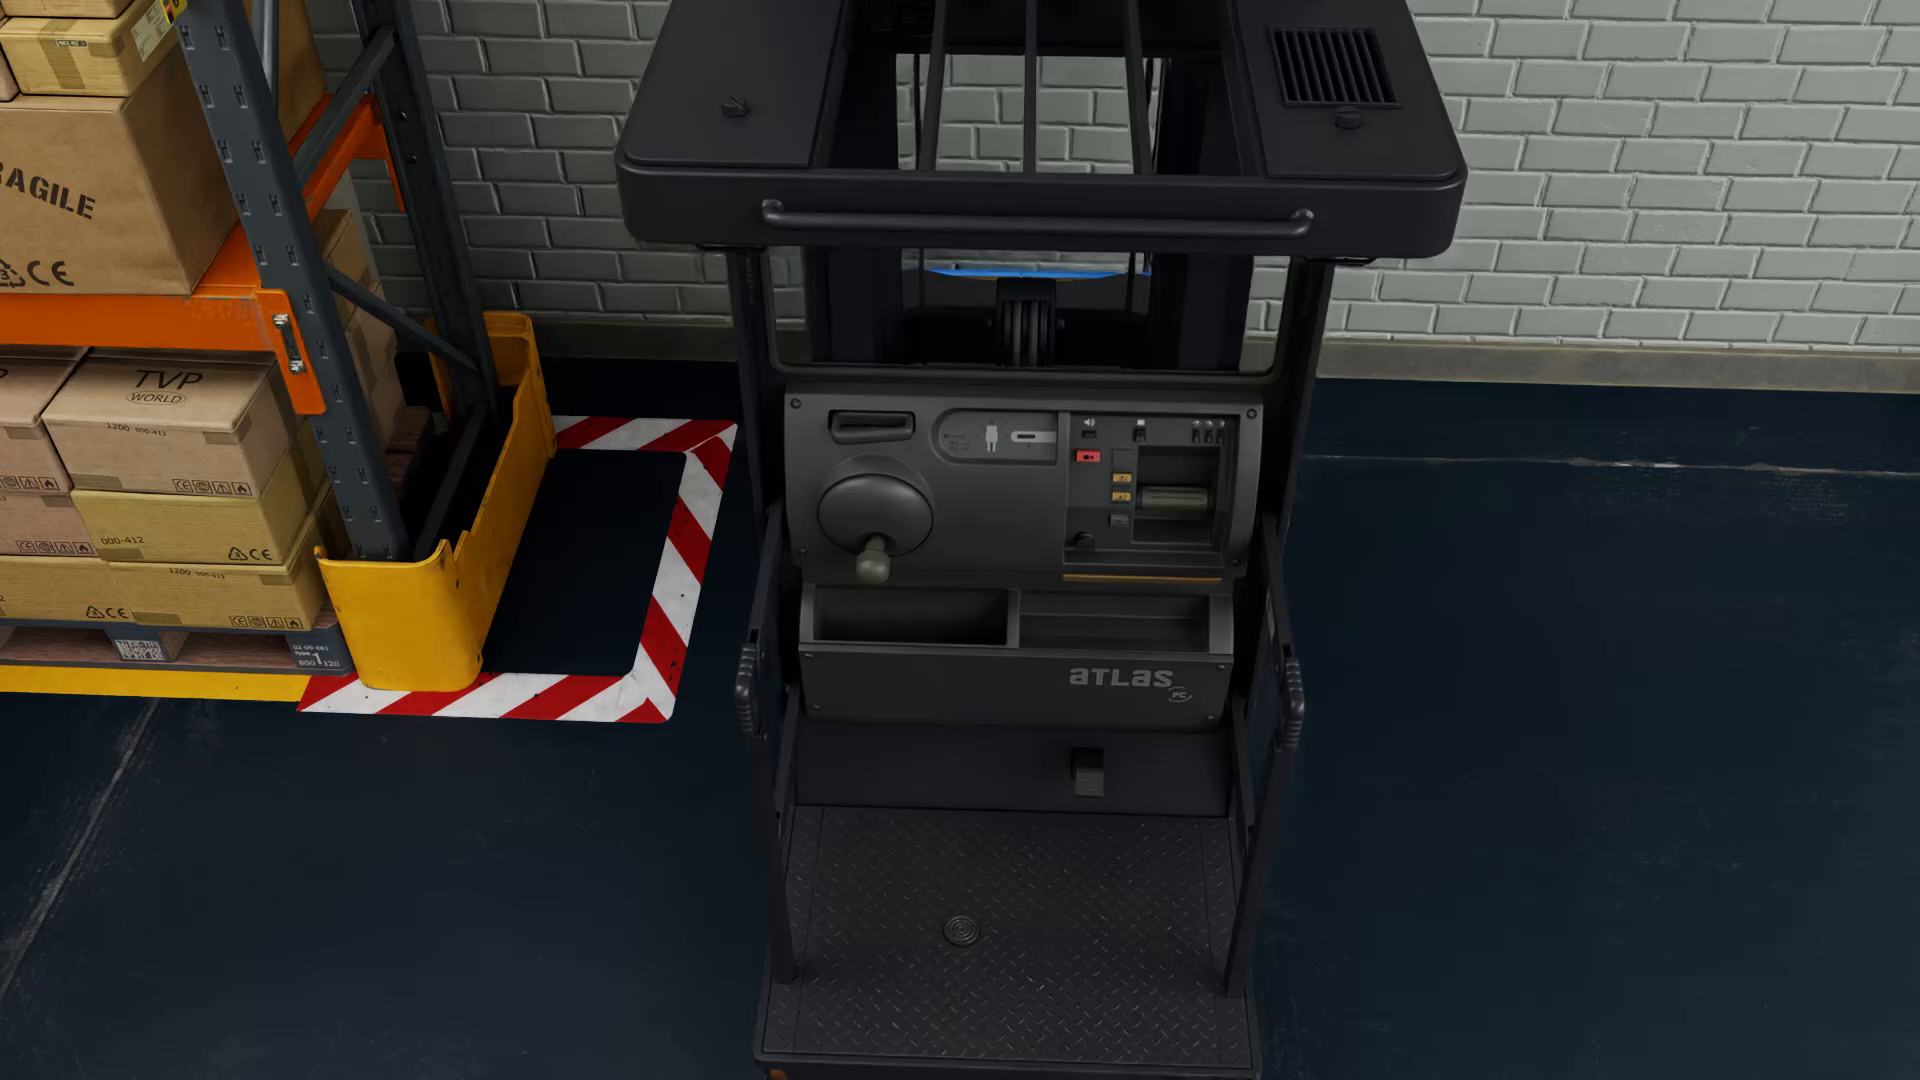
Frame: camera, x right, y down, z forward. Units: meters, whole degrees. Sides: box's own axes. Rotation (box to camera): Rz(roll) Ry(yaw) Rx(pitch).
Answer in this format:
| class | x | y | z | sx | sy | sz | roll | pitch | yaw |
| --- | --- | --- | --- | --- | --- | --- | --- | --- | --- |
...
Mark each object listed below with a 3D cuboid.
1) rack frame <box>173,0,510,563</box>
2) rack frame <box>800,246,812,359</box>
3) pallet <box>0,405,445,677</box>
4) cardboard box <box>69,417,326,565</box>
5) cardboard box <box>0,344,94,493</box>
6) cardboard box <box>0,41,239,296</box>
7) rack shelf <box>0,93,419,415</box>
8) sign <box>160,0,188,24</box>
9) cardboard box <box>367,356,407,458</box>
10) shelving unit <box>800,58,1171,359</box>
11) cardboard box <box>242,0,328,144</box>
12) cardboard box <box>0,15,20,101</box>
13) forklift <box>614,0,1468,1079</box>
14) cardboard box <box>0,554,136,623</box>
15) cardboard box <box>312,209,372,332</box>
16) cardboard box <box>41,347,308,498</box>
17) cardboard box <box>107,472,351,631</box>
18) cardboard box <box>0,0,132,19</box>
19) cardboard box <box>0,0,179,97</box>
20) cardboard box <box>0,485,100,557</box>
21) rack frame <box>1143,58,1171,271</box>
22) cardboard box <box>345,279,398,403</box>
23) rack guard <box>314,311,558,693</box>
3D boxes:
| class | x | y | z | sx | sy | sz | roll | pitch | yaw |
| --- | --- | --- | --- | --- | --- | --- | --- | --- | --- |
| rack frame | -1.572 | -1.062 | 4.190 | 0.127 | 3.000 | 1.000 | 2 | 43 | 2 |
| rack frame | -0.424 | -0.693 | 4.894 | 0.032 | 1.500 | 0.500 | -2 | 43 | -2 |
| pallet | -2.338 | -0.037 | 5.135 | 1.213 | 0.211 | 1.003 | 2 | 43 | 2 |
| cardboard box | -2.073 | -0.195 | 4.601 | 0.500 | 0.250 | 0.500 | 1 | 43 | 1 |
| cardboard box | -2.557 | -0.389 | 4.443 | 0.500 | 0.250 | 0.500 | 2 | 43 | 3 |
| cardboard box | -2.076 | -0.935 | 3.980 | 0.500 | 0.500 | 0.500 | 1 | 43 | 1 |
| rack shelf | -3.570 | -0.861 | 4.501 | 4.000 | 0.370 | 1.077 | 2 | 43 | 2 |
| sign | -1.611 | -1.204 | 3.318 | 0.005 | 0.325 | 0.100 | 2 | 43 | 2 |
| cardboard box | -2.054 | -0.358 | 5.143 | 0.500 | 0.250 | 0.500 | 2 | 43 | 2 |
| shelving unit | 0.075 | -0.708 | 4.909 | 1.083 | 1.500 | 0.587 | -2 | 43 | -2 |
| cardboard box | -2.055 | -1.303 | 4.375 | 0.500 | 0.500 | 0.500 | 3 | 43 | 3 |
| cardboard box | -2.188 | -1.144 | 3.728 | 0.250 | 0.149 | 0.380 | 2 | 43 | 3 |
| forklift | 0.115 | -0.015 | 3.116 | 1.130 | 2.935 | 3.031 | 1 | 43 | 2 |
| cardboard box | -2.552 | -0.031 | 4.792 | 0.500 | 0.250 | 0.500 | 2 | 43 | 2 |
| cardboard box | -2.044 | -0.719 | 4.797 | 0.500 | 0.250 | 0.500 | 1 | 43 | 1 |
| cardboard box | -2.046 | -0.378 | 4.430 | 0.500 | 0.250 | 0.500 | 3 | 43 | 3 |
| cardboard box | -2.056 | -0.009 | 4.768 | 0.500 | 0.250 | 0.500 | 2 | 43 | 2 |
| cardboard box | -1.940 | -1.313 | 3.691 | 0.250 | 0.149 | 0.380 | 2 | 43 | 2 |
| cardboard box | -1.931 | -1.156 | 3.741 | 0.250 | 0.149 | 0.380 | 2 | 43 | 3 |
| cardboard box | -2.573 | -0.218 | 4.625 | 0.500 | 0.250 | 0.500 | 1 | 43 | 1 |
| rack frame | 0.592 | -0.722 | 4.925 | 0.032 | 1.500 | 0.500 | -2 | 43 | -2 |
| cardboard box | -2.033 | -0.549 | 4.981 | 0.500 | 0.250 | 0.500 | 2 | 43 | 3 |
| rack guard | -1.548 | -0.147 | 5.041 | 0.348 | 0.500 | 1.175 | 2 | 43 | 2 |
